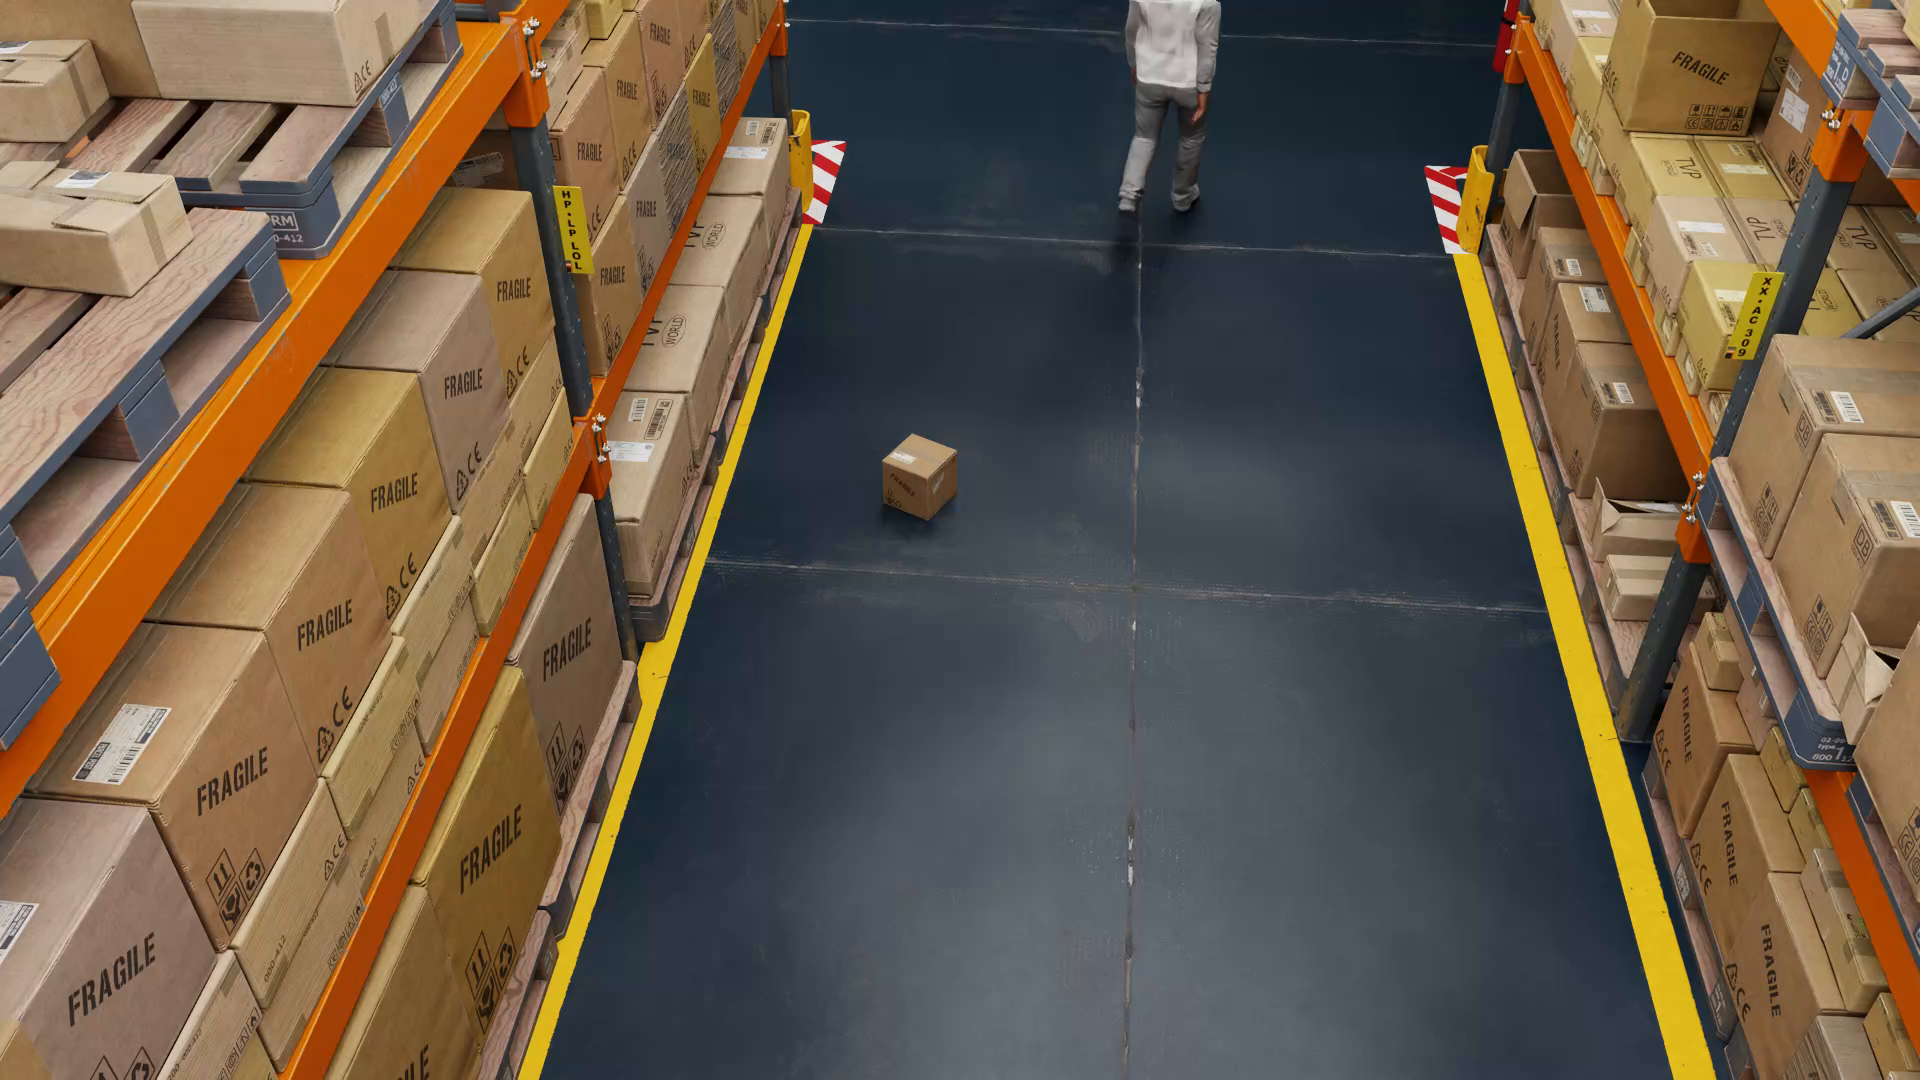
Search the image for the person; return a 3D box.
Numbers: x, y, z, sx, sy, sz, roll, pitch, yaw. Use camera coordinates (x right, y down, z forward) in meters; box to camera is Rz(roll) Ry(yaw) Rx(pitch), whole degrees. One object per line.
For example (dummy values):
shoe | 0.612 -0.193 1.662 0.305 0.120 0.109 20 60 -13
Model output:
person | 1.155 -2.562 9.205 0.539 1.746 0.831 15 42 17
